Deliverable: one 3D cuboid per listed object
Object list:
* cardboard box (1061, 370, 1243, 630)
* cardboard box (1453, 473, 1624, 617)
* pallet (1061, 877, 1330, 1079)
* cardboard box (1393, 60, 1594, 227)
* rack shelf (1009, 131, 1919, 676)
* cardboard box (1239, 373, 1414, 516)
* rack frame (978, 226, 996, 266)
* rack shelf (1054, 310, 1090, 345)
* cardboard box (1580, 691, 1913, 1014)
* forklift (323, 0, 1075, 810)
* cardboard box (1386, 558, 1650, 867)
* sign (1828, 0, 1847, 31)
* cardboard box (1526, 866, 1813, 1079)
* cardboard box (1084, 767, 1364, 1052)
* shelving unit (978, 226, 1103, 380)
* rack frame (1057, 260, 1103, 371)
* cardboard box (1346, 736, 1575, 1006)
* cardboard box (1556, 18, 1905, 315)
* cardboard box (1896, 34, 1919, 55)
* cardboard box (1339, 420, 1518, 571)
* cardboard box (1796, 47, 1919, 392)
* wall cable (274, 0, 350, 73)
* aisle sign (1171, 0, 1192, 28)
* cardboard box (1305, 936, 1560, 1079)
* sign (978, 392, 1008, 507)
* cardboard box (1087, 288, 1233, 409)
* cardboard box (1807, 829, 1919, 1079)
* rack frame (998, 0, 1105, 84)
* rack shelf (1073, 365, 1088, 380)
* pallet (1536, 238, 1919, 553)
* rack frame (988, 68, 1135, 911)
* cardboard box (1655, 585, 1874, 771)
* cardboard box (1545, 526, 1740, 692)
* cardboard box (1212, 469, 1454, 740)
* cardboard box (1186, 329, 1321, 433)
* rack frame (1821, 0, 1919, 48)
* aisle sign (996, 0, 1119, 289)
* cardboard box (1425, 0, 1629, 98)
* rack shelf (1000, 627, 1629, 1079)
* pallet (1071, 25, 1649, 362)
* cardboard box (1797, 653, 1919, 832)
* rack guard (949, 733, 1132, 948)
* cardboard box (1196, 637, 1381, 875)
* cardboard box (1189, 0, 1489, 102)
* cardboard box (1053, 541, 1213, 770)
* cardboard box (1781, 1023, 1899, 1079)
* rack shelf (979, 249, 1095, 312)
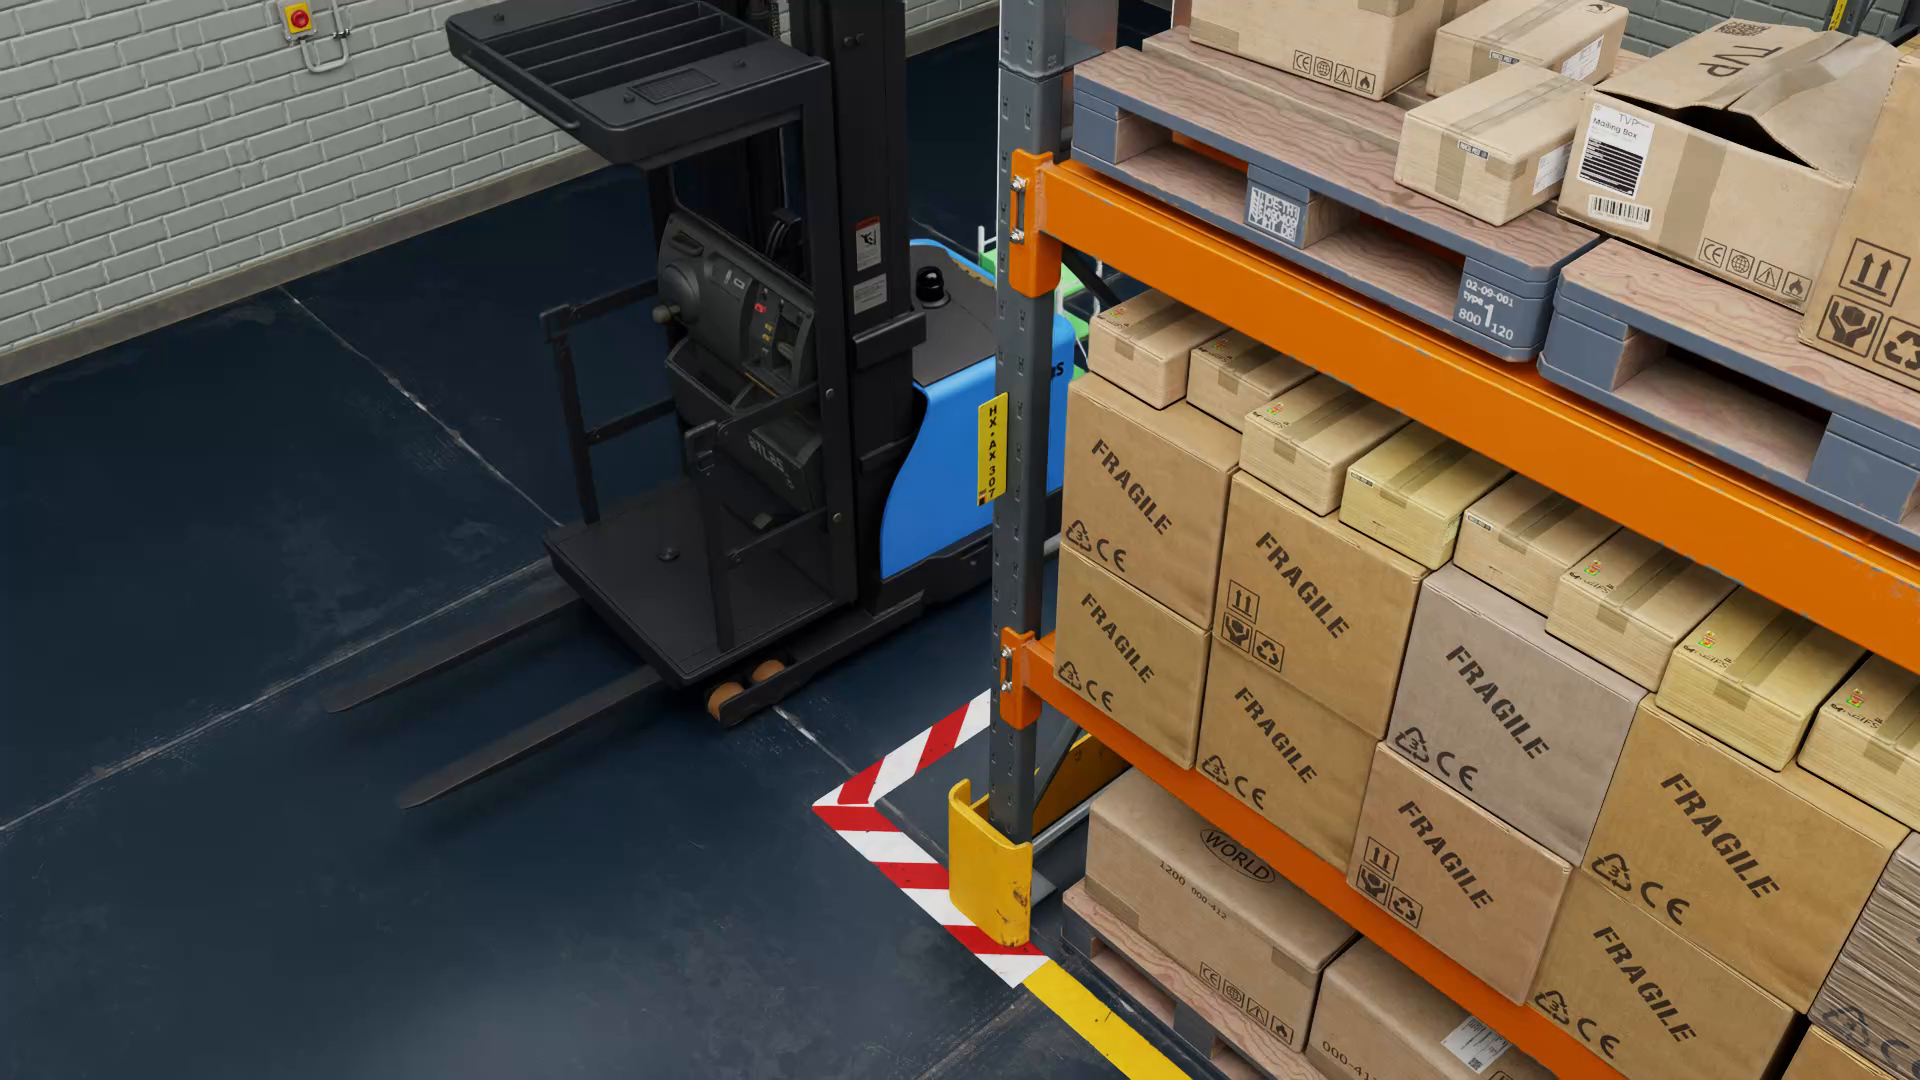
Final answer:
[{"bbox_3d":[0.614,-0.187,4.219,0.500,0.500,0.500,-31,48,-33],"label":"cardboard box"},{"bbox_3d":[1.264,-0.028,3.505,0.380,0.149,0.250,-29,47,-31],"label":"cardboard box"},{"bbox_3d":[1.097,1.319,5.449,1.003,0.211,1.213,-30,48,-32],"label":"pallet"},{"bbox_3d":[1.065,-0.773,3.219,0.380,0.149,0.250,-28,47,-30],"label":"cardboard box"},{"bbox_3d":[1.852,-0.064,3.127,1.077,0.370,4.000,-30,48,-32],"label":"rack shelf"},{"bbox_3d":[0.856,-0.241,3.769,0.380,0.149,0.250,-28,47,-31],"label":"cardboard box"},{"bbox_3d":[0.173,-0.889,7.396,0.240,1.200,0.015,-28,47,-30],"label":"rack frame"},{"bbox_3d":[0.331,-0.909,7.140,0.258,0.148,0.480,-28,47,-30],"label":"rack shelf"},{"bbox_3d":[1.660,0.514,3.351,0.500,0.500,0.500,-30,48,-32],"label":"cardboard box"},{"bbox_3d":[-0.980,-0.805,5.914,3.031,2.935,1.130,-28,46,-30],"label":"forklift"},{"bbox_3d":[1.322,0.284,3.636,0.500,0.500,0.500,-30,48,-32],"label":"cardboard box"},{"bbox_3d":[3.753,-2.320,7.046,0.100,0.325,0.005,-30,48,-32],"label":"sign"},{"bbox_3d":[1.657,0.893,3.678,0.500,0.500,0.500,-28,47,-30],"label":"cardboard box"},{"bbox_3d":[1.019,0.994,5.337,0.875,0.438,0.875,-32,49,-33],"label":"cardboard box"},{"bbox_3d":[0.331,-0.772,7.251,0.258,1.200,0.503,-28,47,-30],"label":"shelving unit"},{"bbox_3d":[0.488,-0.655,7.106,0.240,1.200,0.015,-28,47,-30],"label":"rack frame"},{"bbox_3d":[1.305,0.668,3.956,0.500,0.500,0.500,-30,48,-32],"label":"cardboard box"},{"bbox_3d":[1.474,-0.723,3.028,0.500,0.311,0.500,-29,47,-31],"label":"cardboard box"},{"bbox_3d":[4.261,-1.947,7.156,0.500,0.250,0.500,-30,47,-32],"label":"cardboard box"},{"bbox_3d":[1.047,-0.127,3.628,0.380,0.149,0.250,-32,49,-33],"label":"cardboard box"},{"bbox_3d":[1.752,-0.514,2.619,0.500,0.500,0.500,-29,47,-31],"label":"cardboard box"},{"bbox_3d":[-3.332,-3.110,7.880,0.585,1.953,0.123,-30,48,-32],"label":"wall cable"},{"bbox_3d":[0.679,-1.279,4.377,0.394,0.787,0.004,-30,48,-32],"label":"aisle sign"},{"bbox_3d":[1.644,1.414,4.817,0.875,0.438,0.875,-29,47,-31],"label":"cardboard box"},{"bbox_3d":[0.086,-0.237,4.404,0.100,0.325,0.005,-30,48,-32],"label":"sign"},{"bbox_3d":[0.535,-0.501,4.091,0.380,0.149,0.250,-29,47,-31],"label":"cardboard box"},{"bbox_3d":[1.993,0.750,3.059,0.500,0.500,0.500,-29,47,-31],"label":"cardboard box"},{"bbox_3d":[0.499,-2.437,3.105,1.000,3.000,0.127,-30,48,-32],"label":"rack frame"},{"bbox_3d":[0.331,-0.722,7.291,0.258,0.148,0.480,-28,47,-30],"label":"rack shelf"},{"bbox_3d":[1.838,-0.332,2.956,1.003,0.211,1.213,-30,48,-32],"label":"pallet"},{"bbox_3d":[0.499,-0.103,4.990,1.000,3.000,0.127,-30,48,-32],"label":"rack frame"},{"bbox_3d":[1.553,0.235,3.181,0.380,0.149,0.250,-31,48,-33],"label":"cardboard box"},{"bbox_3d":[1.402,0.106,3.340,0.380,0.149,0.250,-30,47,-31],"label":"cardboard box"},{"bbox_3d":[0.968,0.049,3.927,0.500,0.500,0.500,-31,48,-33],"label":"cardboard box"},{"bbox_3d":[0.765,-0.410,3.979,0.380,0.149,0.250,-29,47,-31],"label":"cardboard box"},{"bbox_3d":[4.153,-2.214,7.604,1.000,3.000,0.127,-30,48,-32],"label":"rack frame"},{"bbox_3d":[0.237,-1.024,4.062,0.394,0.787,0.004,-30,48,-32],"label":"aisle sign"},{"bbox_3d":[1.212,-1.044,3.554,0.250,0.149,0.380,30,48,32],"label":"cardboard box"},{"bbox_3d":[1.852,1.103,4.070,1.077,0.370,4.000,-30,48,-32],"label":"rack shelf"},{"bbox_3d":[1.008,-0.896,3.656,1.003,0.211,1.213,-30,48,-32],"label":"pallet"},{"bbox_3d":[1.766,0.335,3.056,0.380,0.149,0.250,-30,48,-32],"label":"cardboard box"},{"bbox_3d":[0.483,0.859,5.789,1.175,0.500,0.348,-30,48,-32],"label":"rack guard"},{"bbox_3d":[0.975,0.425,4.257,0.500,0.500,0.500,-31,48,-32],"label":"cardboard box"},{"bbox_3d":[0.870,-1.244,3.721,0.500,0.250,0.500,30,47,31],"label":"cardboard box"},{"bbox_3d":[0.612,0.202,4.532,0.500,0.500,0.500,-30,48,-32],"label":"cardboard box"},{"bbox_3d":[1.999,1.141,3.370,0.500,0.500,0.500,-31,48,-32],"label":"cardboard box"},{"bbox_3d":[0.331,-1.096,6.989,0.258,0.148,0.480,-28,47,-30],"label":"rack shelf"}]
